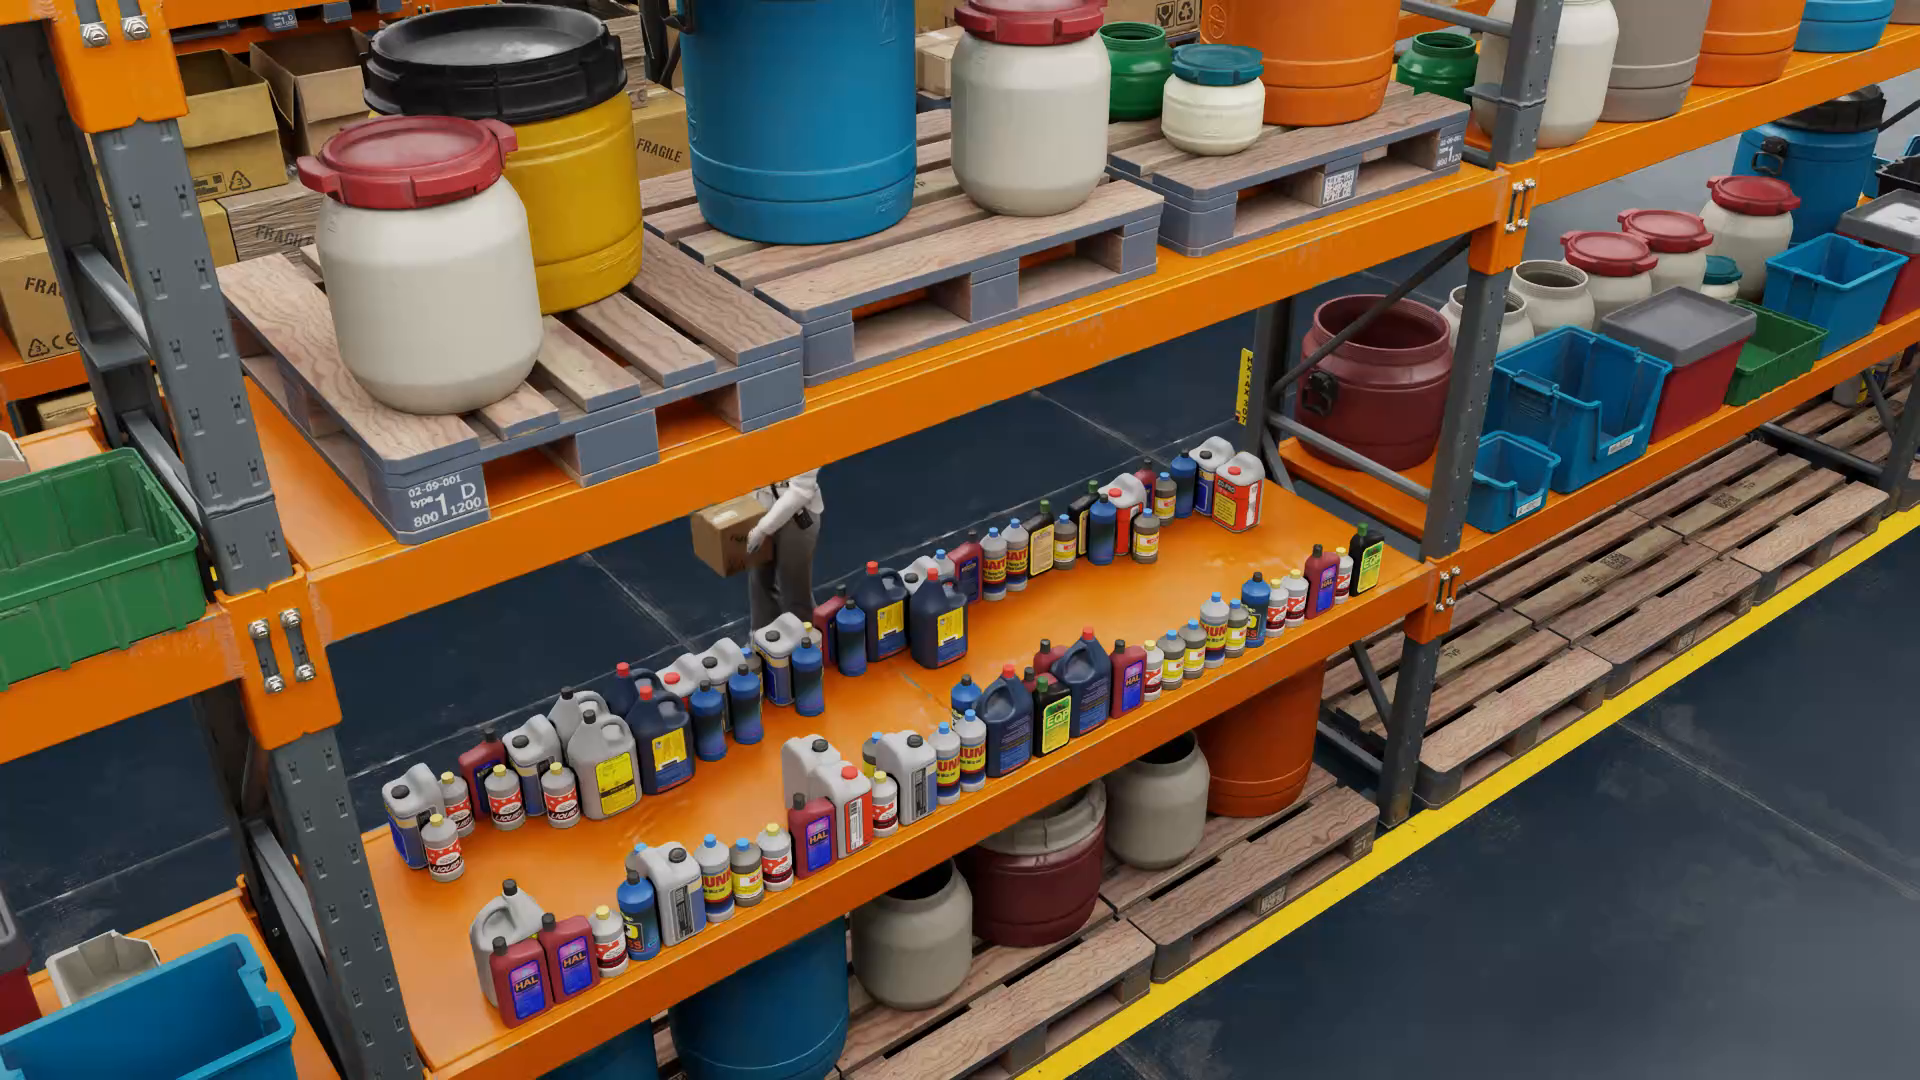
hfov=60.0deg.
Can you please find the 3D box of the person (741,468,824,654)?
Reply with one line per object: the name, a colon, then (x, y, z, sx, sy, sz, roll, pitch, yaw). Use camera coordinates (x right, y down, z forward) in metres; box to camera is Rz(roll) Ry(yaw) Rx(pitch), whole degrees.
person: (-0.807, -0.096, 7.249, 0.512, 1.701, 0.490, -22, 39, -31)
